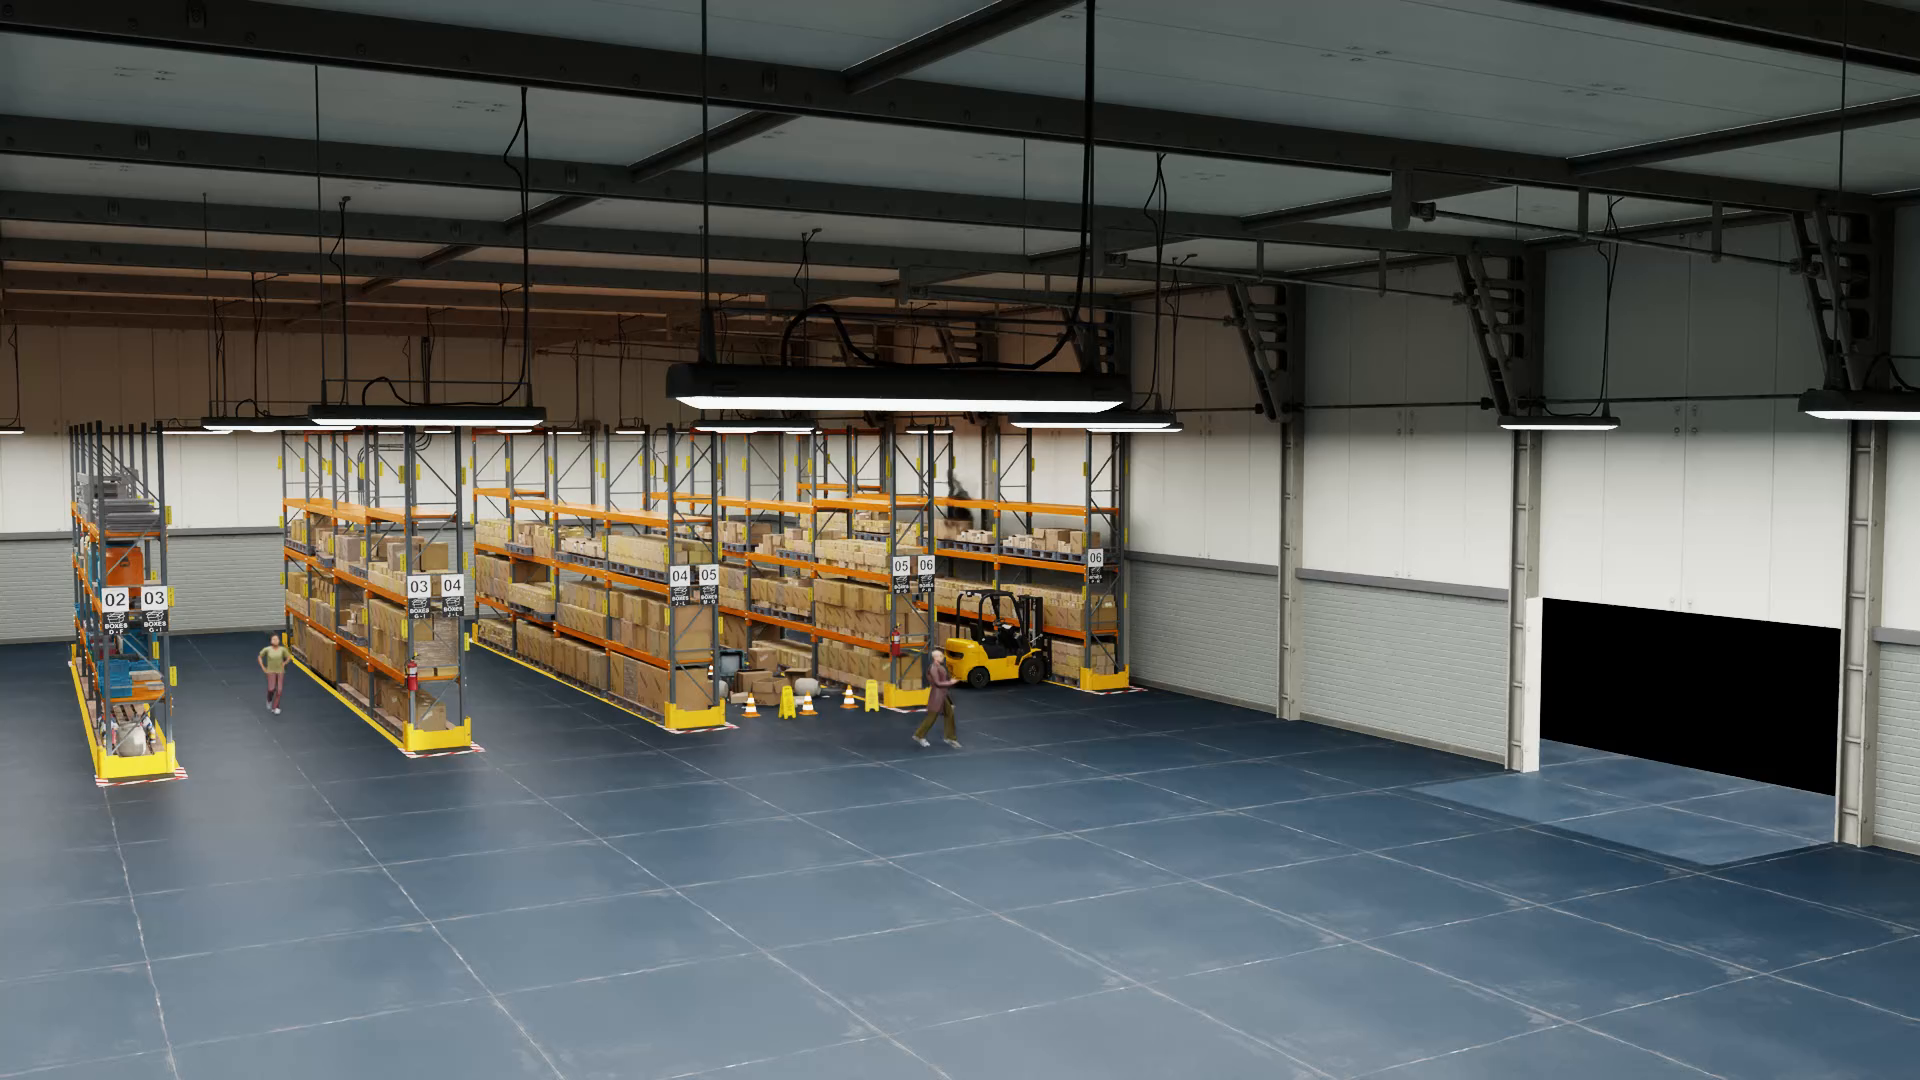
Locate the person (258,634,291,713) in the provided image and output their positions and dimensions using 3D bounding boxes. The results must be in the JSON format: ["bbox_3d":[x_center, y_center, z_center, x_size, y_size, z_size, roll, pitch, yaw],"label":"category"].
[{"bbox_3d":[-14.179,2.772,34.460,0.624,1.638,0.514,-2,4,-30],"label":"person"}]

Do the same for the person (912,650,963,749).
[{"bbox_3d":[-0.421,2.932,30.519,0.929,1.832,0.677,1,4,14],"label":"person"}]
